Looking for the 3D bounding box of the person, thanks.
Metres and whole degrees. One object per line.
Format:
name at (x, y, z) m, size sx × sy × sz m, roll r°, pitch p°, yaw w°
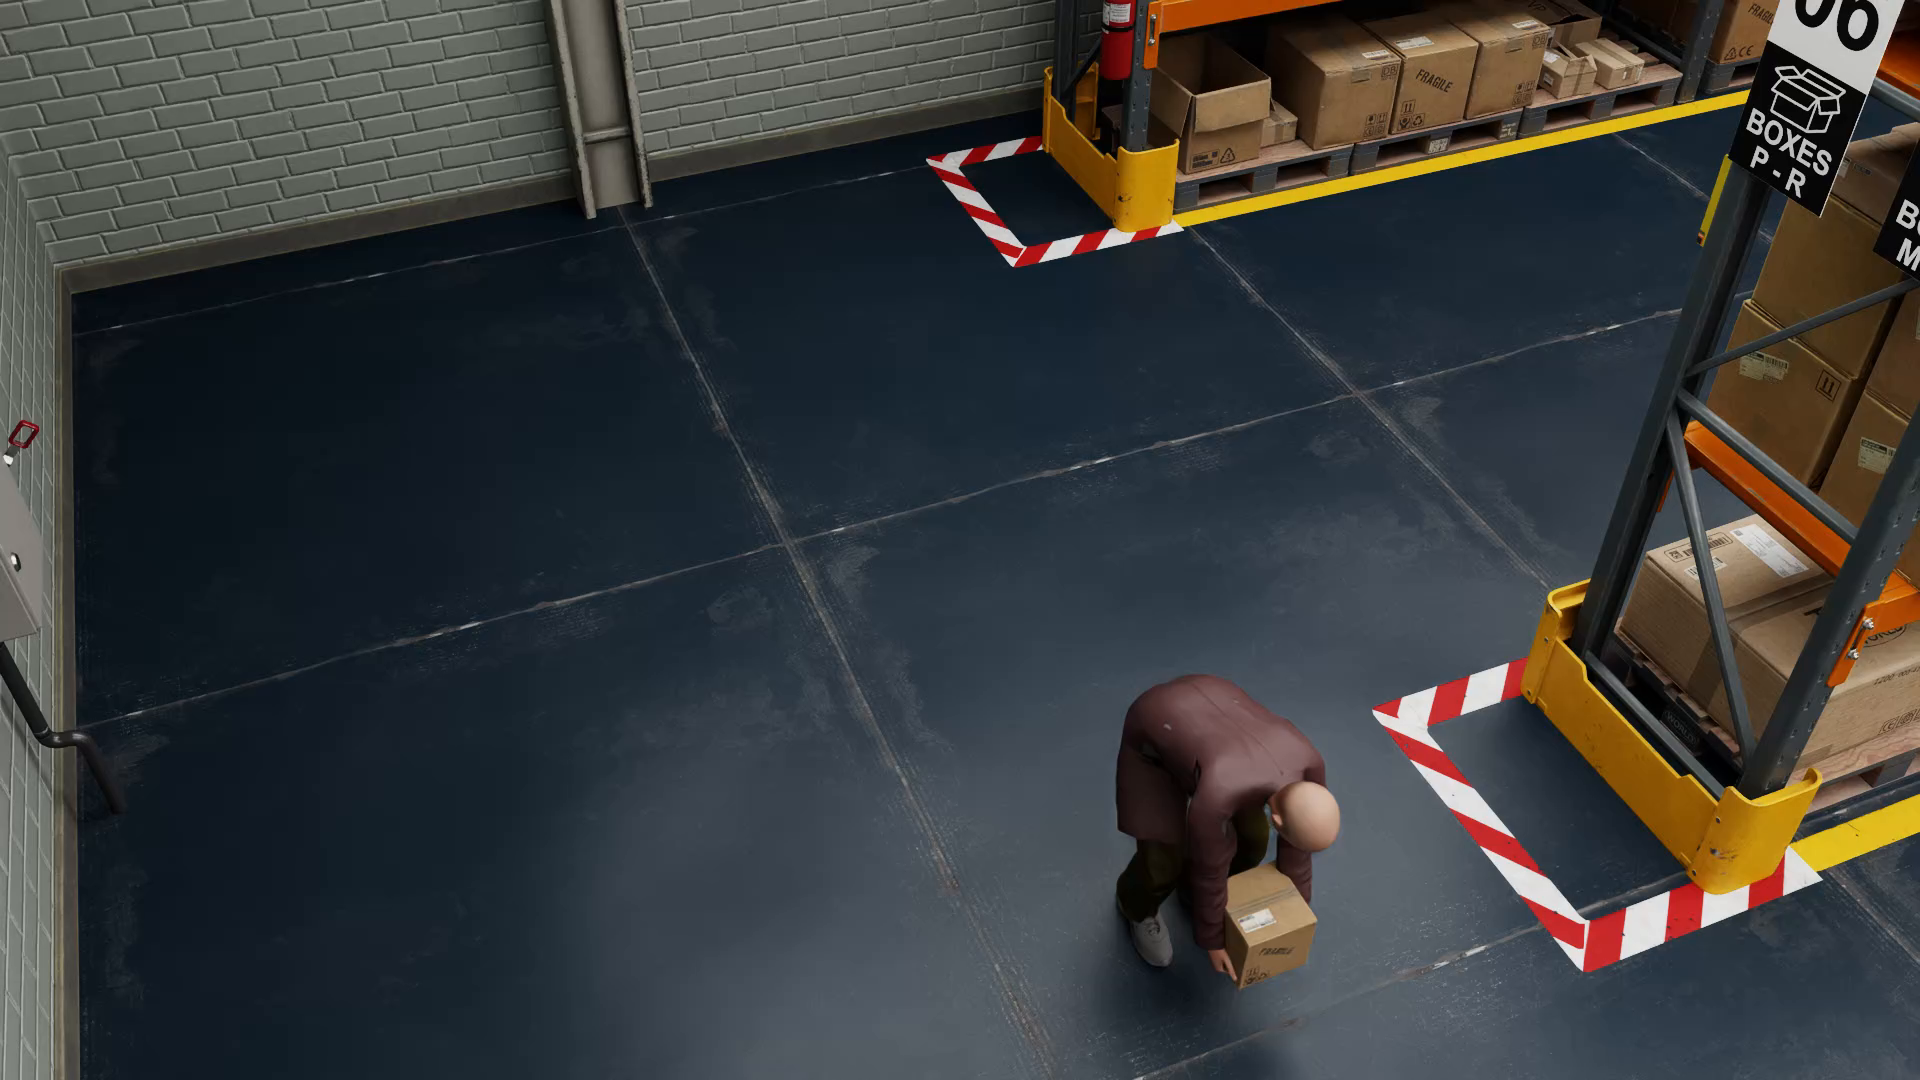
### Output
person at (0.849, 0.995, 5.429) m, size 0.566 × 1.258 × 0.916 m, roll -17°, pitch 44°, yaw -18°
